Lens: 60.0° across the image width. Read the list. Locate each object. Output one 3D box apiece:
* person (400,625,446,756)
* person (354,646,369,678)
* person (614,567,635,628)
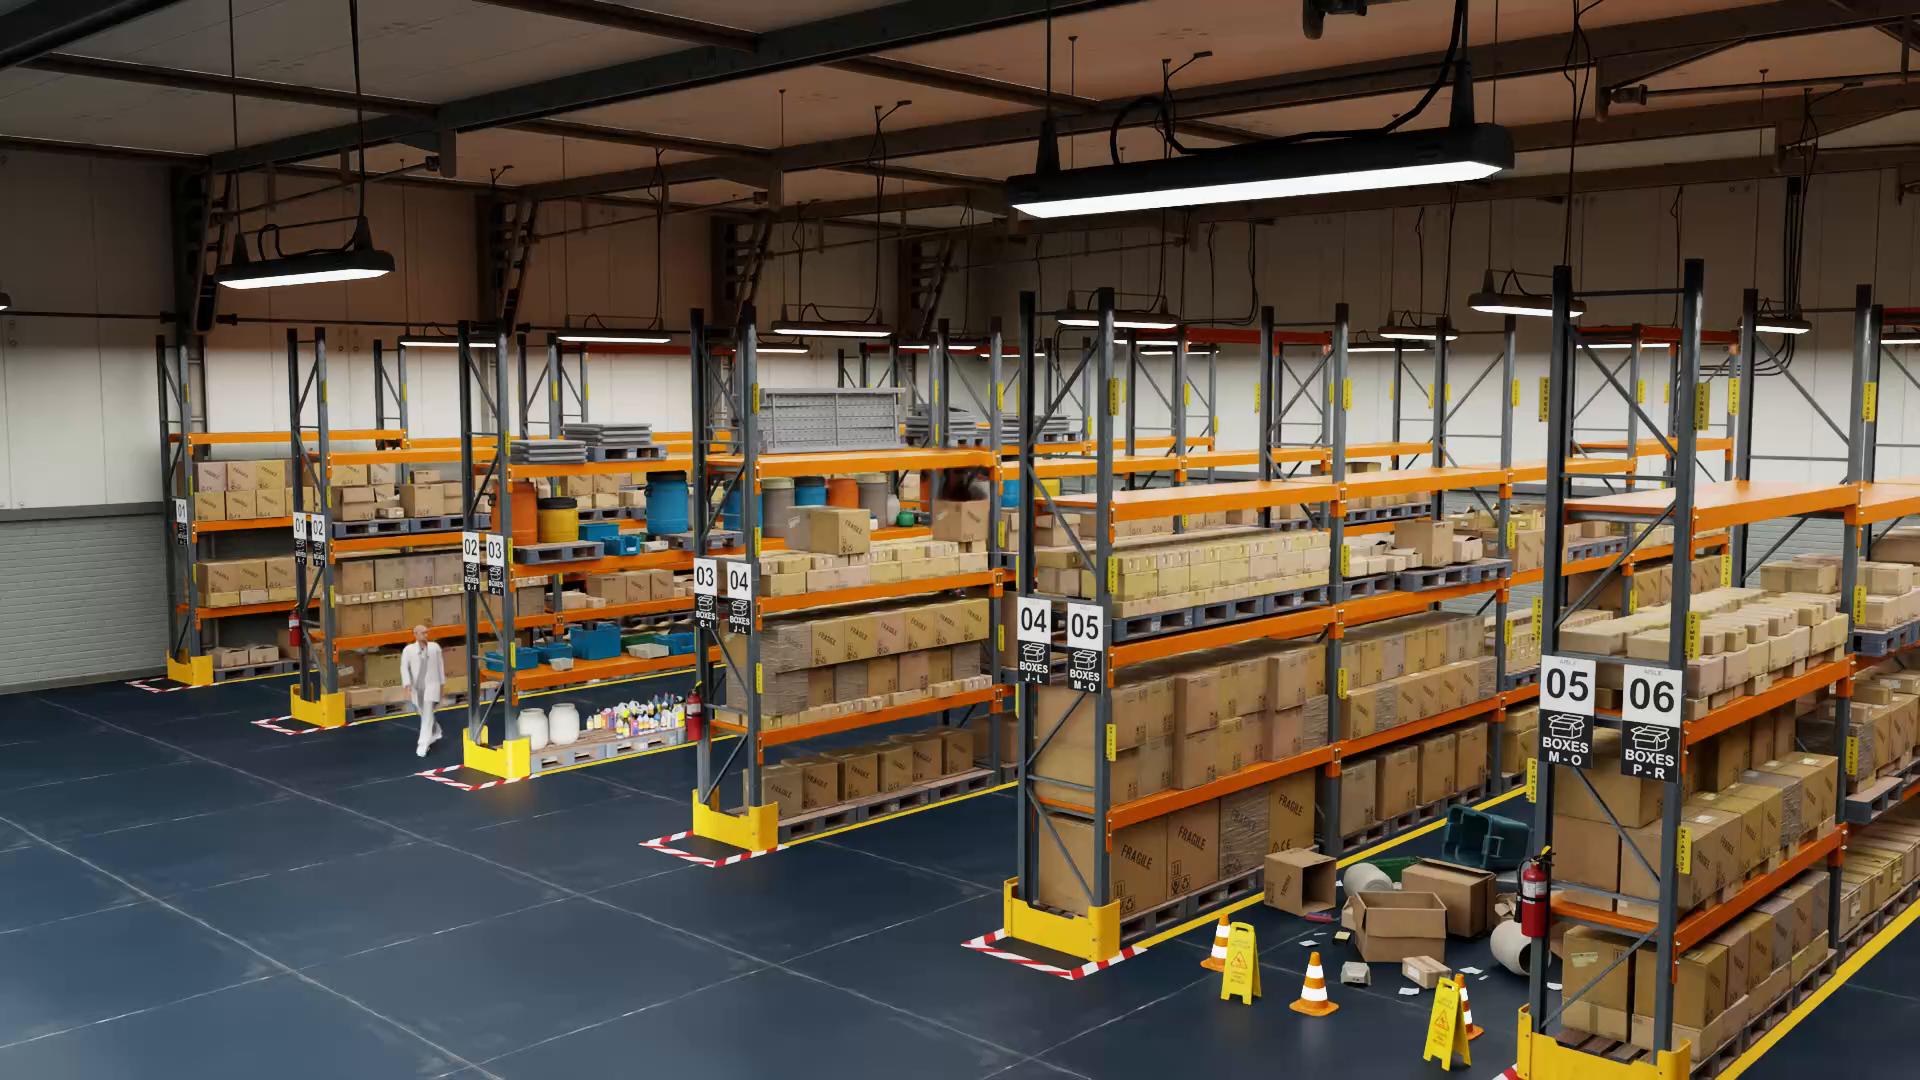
[{"bbox_3d":[-7.591,2.078,23.457,0.547,1.749,1.003,1,5,10],"label":"person"},{"bbox_3d":[-10.279,1.689,28.680,0.396,1.551,0.805,2,6,19],"label":"person"},{"bbox_3d":[-6.730,1.228,33.008,0.472,1.679,1.018,4,7,35],"label":"person"}]
